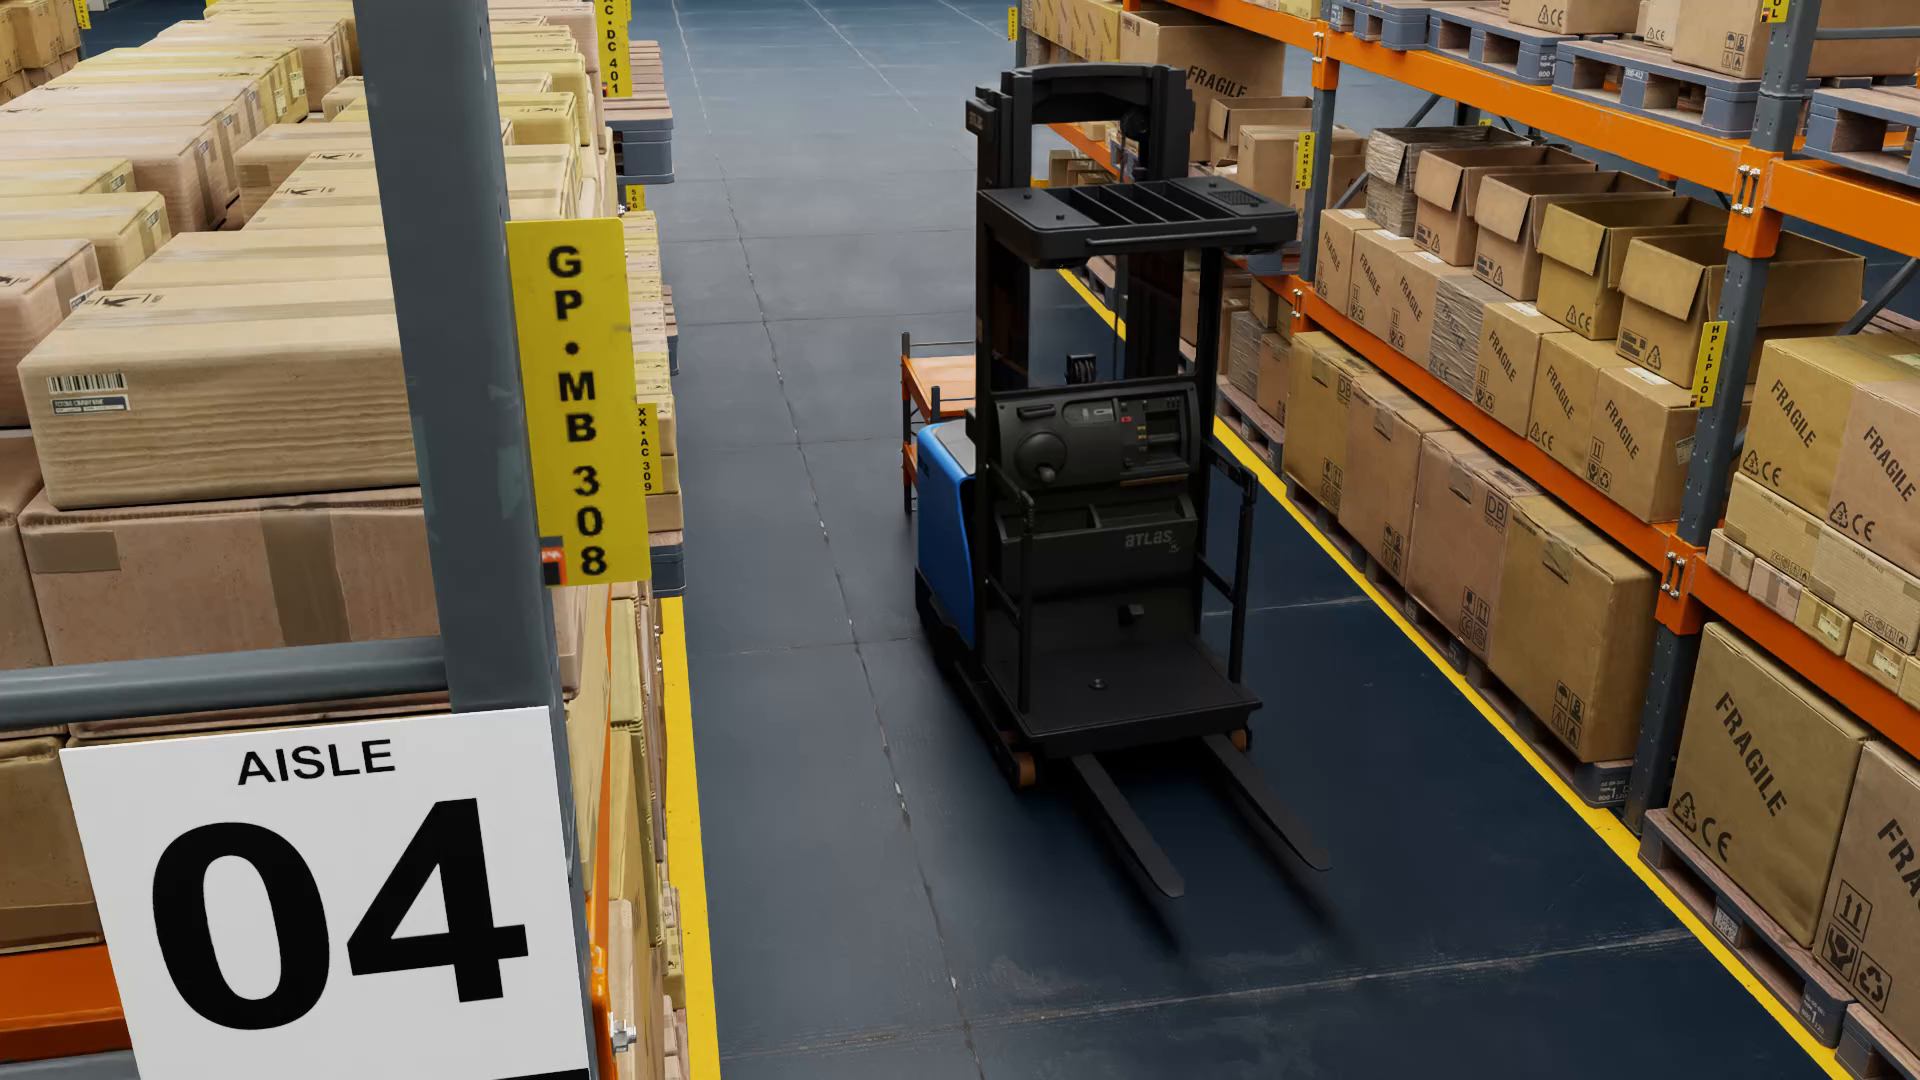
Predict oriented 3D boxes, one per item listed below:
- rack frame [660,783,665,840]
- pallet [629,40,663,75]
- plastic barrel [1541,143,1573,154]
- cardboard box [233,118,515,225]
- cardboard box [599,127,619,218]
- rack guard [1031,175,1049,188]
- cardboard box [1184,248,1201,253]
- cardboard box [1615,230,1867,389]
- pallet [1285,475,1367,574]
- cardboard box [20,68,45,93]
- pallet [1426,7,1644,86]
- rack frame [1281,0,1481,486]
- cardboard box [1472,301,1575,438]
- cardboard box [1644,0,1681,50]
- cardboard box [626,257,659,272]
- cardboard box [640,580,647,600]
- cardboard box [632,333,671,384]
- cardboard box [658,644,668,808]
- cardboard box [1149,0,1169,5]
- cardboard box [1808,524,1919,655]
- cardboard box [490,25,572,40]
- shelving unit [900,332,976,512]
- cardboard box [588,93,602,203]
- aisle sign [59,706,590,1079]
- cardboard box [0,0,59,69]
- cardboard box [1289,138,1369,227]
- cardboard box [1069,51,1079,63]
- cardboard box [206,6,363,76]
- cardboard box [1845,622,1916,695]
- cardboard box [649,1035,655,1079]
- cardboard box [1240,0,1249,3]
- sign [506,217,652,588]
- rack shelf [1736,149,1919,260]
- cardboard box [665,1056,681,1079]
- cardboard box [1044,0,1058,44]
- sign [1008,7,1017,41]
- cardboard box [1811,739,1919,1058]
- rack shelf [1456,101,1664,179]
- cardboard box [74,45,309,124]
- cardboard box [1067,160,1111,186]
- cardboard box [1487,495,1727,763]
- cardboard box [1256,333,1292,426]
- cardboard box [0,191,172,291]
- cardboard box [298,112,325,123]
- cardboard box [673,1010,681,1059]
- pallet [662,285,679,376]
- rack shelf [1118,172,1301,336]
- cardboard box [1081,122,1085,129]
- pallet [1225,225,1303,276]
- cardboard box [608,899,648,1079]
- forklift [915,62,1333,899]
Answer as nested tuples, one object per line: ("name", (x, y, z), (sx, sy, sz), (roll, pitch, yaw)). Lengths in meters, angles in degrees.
("rack frame", (-1.598, 0.131, 5.701), (1.000, 3.000, 0.127), (-4, 24, -10))
("pallet", (-1.802, -1.816, 6.646), (1.213, 0.211, 1.003), (-4, 24, -10))
("plastic barrel", (6.233, -3.885, 17.480), (0.421, 0.512, 0.421), (0, 24, 0))
("cardboard box", (-0.898, -0.560, 2.602), (0.380, 0.149, 0.250), (-4, 24, -8))
("cardboard box", (-1.242, -1.001, 4.735), (0.500, 0.250, 0.500), (-4, 24, -9))
("rack guard", (1.090, -3.741, 17.690), (1.175, 0.500, 0.348), (-4, 24, -10))
("cardboard box", (1.908, -2.156, 13.511), (0.700, 0.500, 0.500), (-6, 24, -14))
("cardboard box", (3.169, -0.952, 6.804), (0.797, 0.503, 0.637), (-5, 24, -11))
("pallet", (2.627, -0.176, 9.889), (1.003, 0.211, 1.213), (-4, 24, -10))
("cardboard box", (-8.115, -3.777, 14.154), (0.500, 0.500, 0.500), (-4, 24, -10))
("pallet", (2.936, -2.368, 7.913), (1.003, 0.211, 1.213), (-3, 24, -7))
("rack frame", (2.555, -1.769, 10.053), (1.000, 3.000, 0.127), (-4, 24, -10))
("cardboard box", (2.752, -0.806, 7.722), (0.500, 0.500, 0.500), (-5, 24, -10))
("cardboard box", (3.181, -2.160, 6.788), (0.500, 0.311, 0.500), (-5, 24, -12))
("cardboard box", (-1.612, -1.231, 7.867), (0.380, 0.149, 0.250), (-4, 24, -10))
("cardboard box", (-1.145, -0.141, 4.580), (0.500, 0.500, 0.500), (-5, 24, -11))
("cardboard box", (-1.365, -0.716, 6.688), (0.380, 0.149, 0.250), (-5, 24, -10))
("cardboard box", (-1.474, 0.774, 6.828), (0.500, 0.500, 0.500), (-3, 24, -8))
("cardboard box", (1.888, -4.375, 14.274), (0.500, 0.500, 0.500), (-4, 24, -10))
("cardboard box", (3.212, 0.137, 5.505), (0.500, 0.250, 0.500), (-4, 24, -10))
("cardboard box", (-1.071, -1.074, 3.778), (0.380, 0.149, 0.250), (-5, 24, -12))
("shelving unit", (0.001, -0.513, 9.519), (0.538, 1.125, 1.048), (-4, 24, -10))
("cardboard box", (-1.077, -0.831, 3.719), (0.500, 0.250, 0.500), (-3, 24, -8))
("aisle sign", (-0.550, 0.520, 1.564), (0.394, 0.787, 0.004), (-4, 24, -10))
("cardboard box", (-8.072, -4.246, 13.977), (0.700, 0.500, 0.500), (-5, 24, -10))
("cardboard box", (2.416, -2.217, 10.429), (0.500, 0.500, 0.500), (-7, 25, -16))
("cardboard box", (1.492, -4.295, 15.339), (0.875, 0.500, 0.500), (-4, 24, -10))
("cardboard box", (-1.663, -1.250, 4.181), (0.380, 0.149, 0.250), (-5, 24, -10))
("cardboard box", (3.171, 0.370, 5.468), (0.380, 0.149, 0.250), (-5, 24, -11))
("cardboard box", (-0.794, 1.117, 2.948), (0.500, 0.500, 0.500), (-4, 24, -10))
("cardboard box", (2.031, -3.636, 10.767), (0.500, 0.250, 0.500), (-4, 24, -8))
("sign", (-0.325, -0.111, 1.416), (0.100, 0.325, 0.005), (-4, 24, -10))
("rack shelf", (3.665, -0.454, 4.193), (1.077, 0.370, 4.000), (-4, 24, -10))
("cardboard box", (-0.963, 1.601, 4.630), (0.380, 0.149, 0.250), (-5, 24, -12))
("cardboard box", (1.089, -4.926, 15.535), (0.500, 0.500, 0.500), (-4, 24, -10))
("sign", (0.543, -5.272, 16.993), (0.100, 0.325, 0.005), (-4, 24, -10))
("cardboard box", (3.505, 1.205, 5.374), (0.875, 0.875, 0.875), (-4, 24, -10))
("rack shelf", (6.313, -4.166, 16.440), (1.077, 0.370, 4.000), (-4, 24, -10))
("cardboard box", (-1.586, -0.933, 3.456), (0.380, 0.149, 0.250), (-3, 24, -7))
("cardboard box", (1.319, -3.483, 16.577), (0.500, 0.500, 0.500), (2, 24, 4))
("cardboard box", (3.157, 0.335, 7.365), (1.225, 0.875, 0.875), (-4, 24, -10))
("cardboard box", (2.412, -1.087, 11.066), (0.700, 0.500, 0.500), (-6, 24, -13))
("cardboard box", (-1.206, -0.327, 2.068), (0.380, 0.149, 0.250), (-5, 24, -11))
("cardboard box", (-1.578, -0.801, 3.652), (0.500, 0.250, 0.500), (-4, 24, -9))
("cardboard box", (-1.113, 1.582, 5.417), (0.380, 0.149, 0.250), (-5, 24, -12))
("pallet", (-2.101, -1.082, 8.718), (1.213, 0.211, 1.003), (-4, 24, -10))
("rack shelf", (2.186, -2.226, 11.999), (1.077, 0.370, 4.000), (-4, 24, -10))
("cardboard box", (1.305, -3.786, 14.984), (0.380, 0.149, 0.250), (-4, 24, -10))
("pallet", (2.319, -1.954, 10.715), (1.213, 0.211, 1.003), (-4, 24, -10))
("cardboard box", (-0.681, 0.868, 2.269), (0.500, 0.500, 0.500), (-4, 24, -10))
("forklift", (0.672, -0.433, 7.079), (1.130, 2.935, 3.031), (-7, 24, -15))
